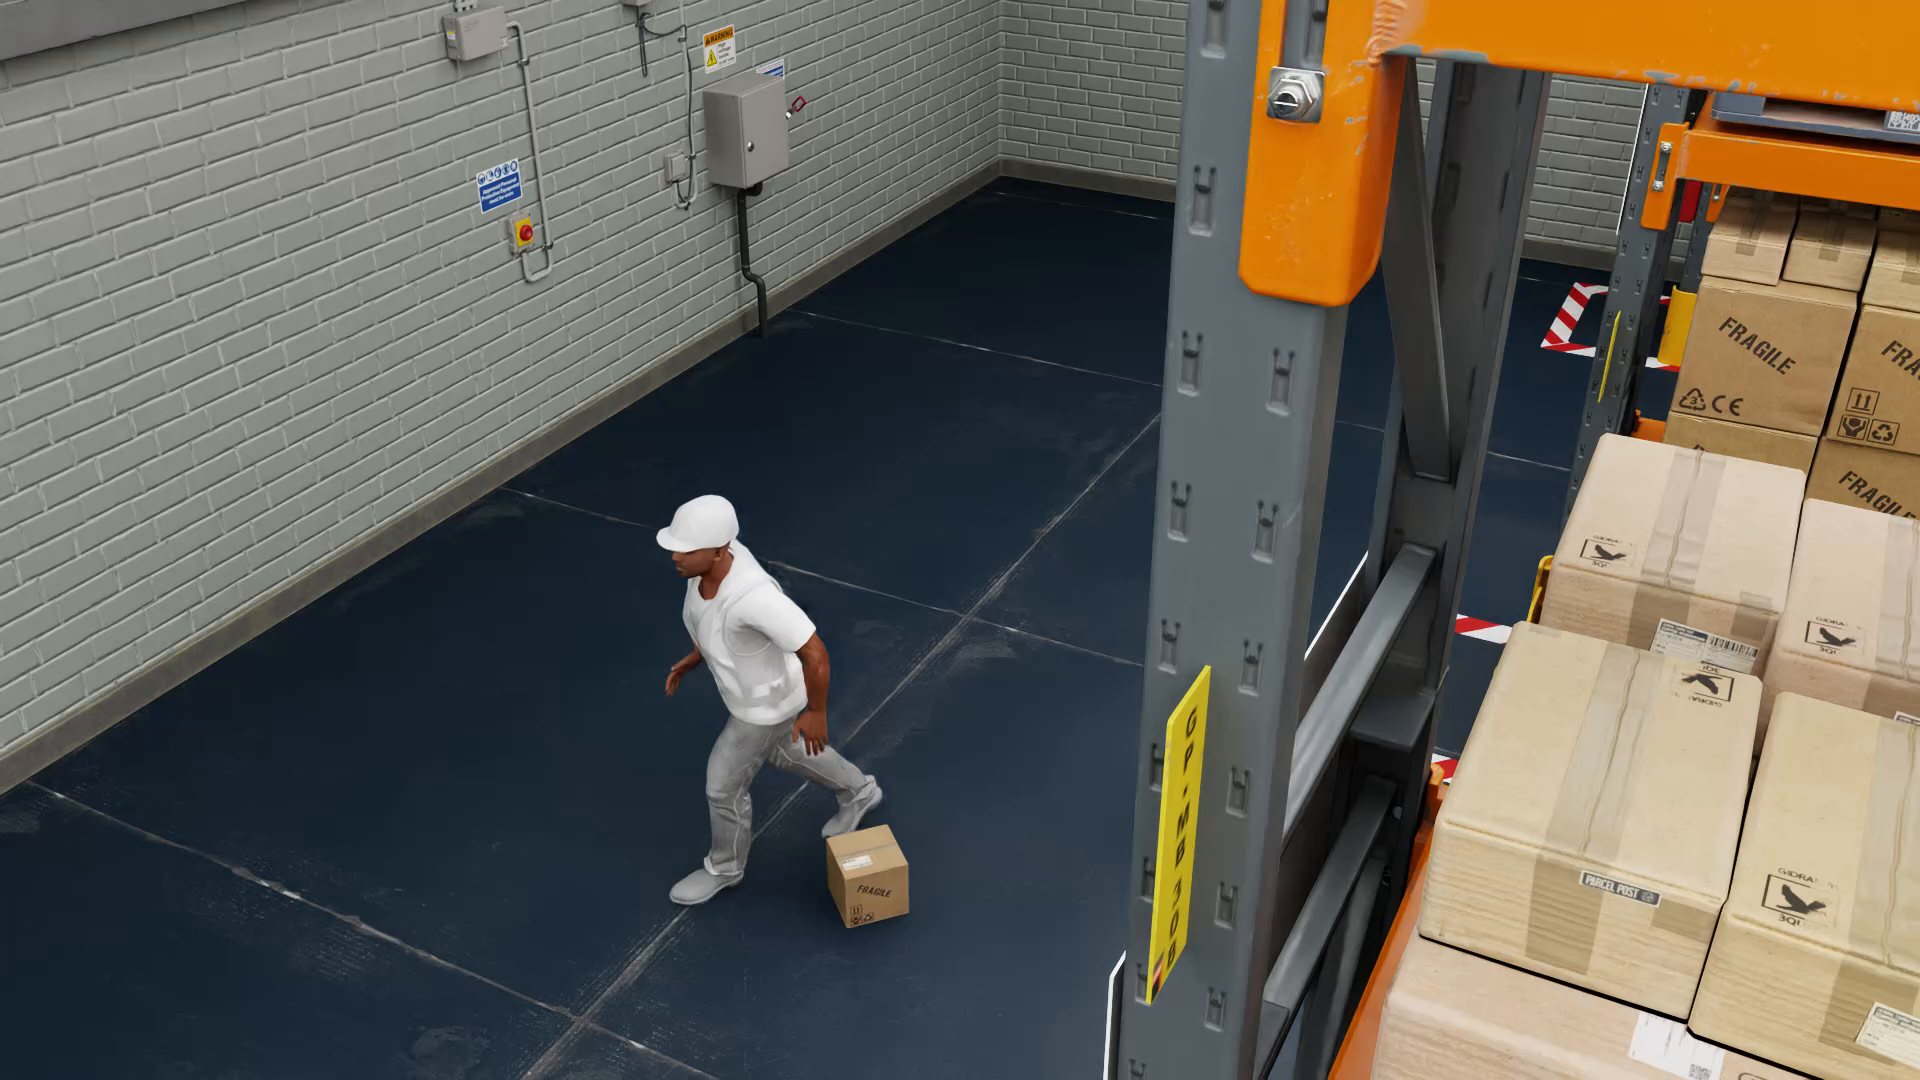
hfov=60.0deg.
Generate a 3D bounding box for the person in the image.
[{"bbox_3d":[-0.693,0.567,6.137,0.918,1.745,0.703,-12,32,-20],"label":"person"}]
